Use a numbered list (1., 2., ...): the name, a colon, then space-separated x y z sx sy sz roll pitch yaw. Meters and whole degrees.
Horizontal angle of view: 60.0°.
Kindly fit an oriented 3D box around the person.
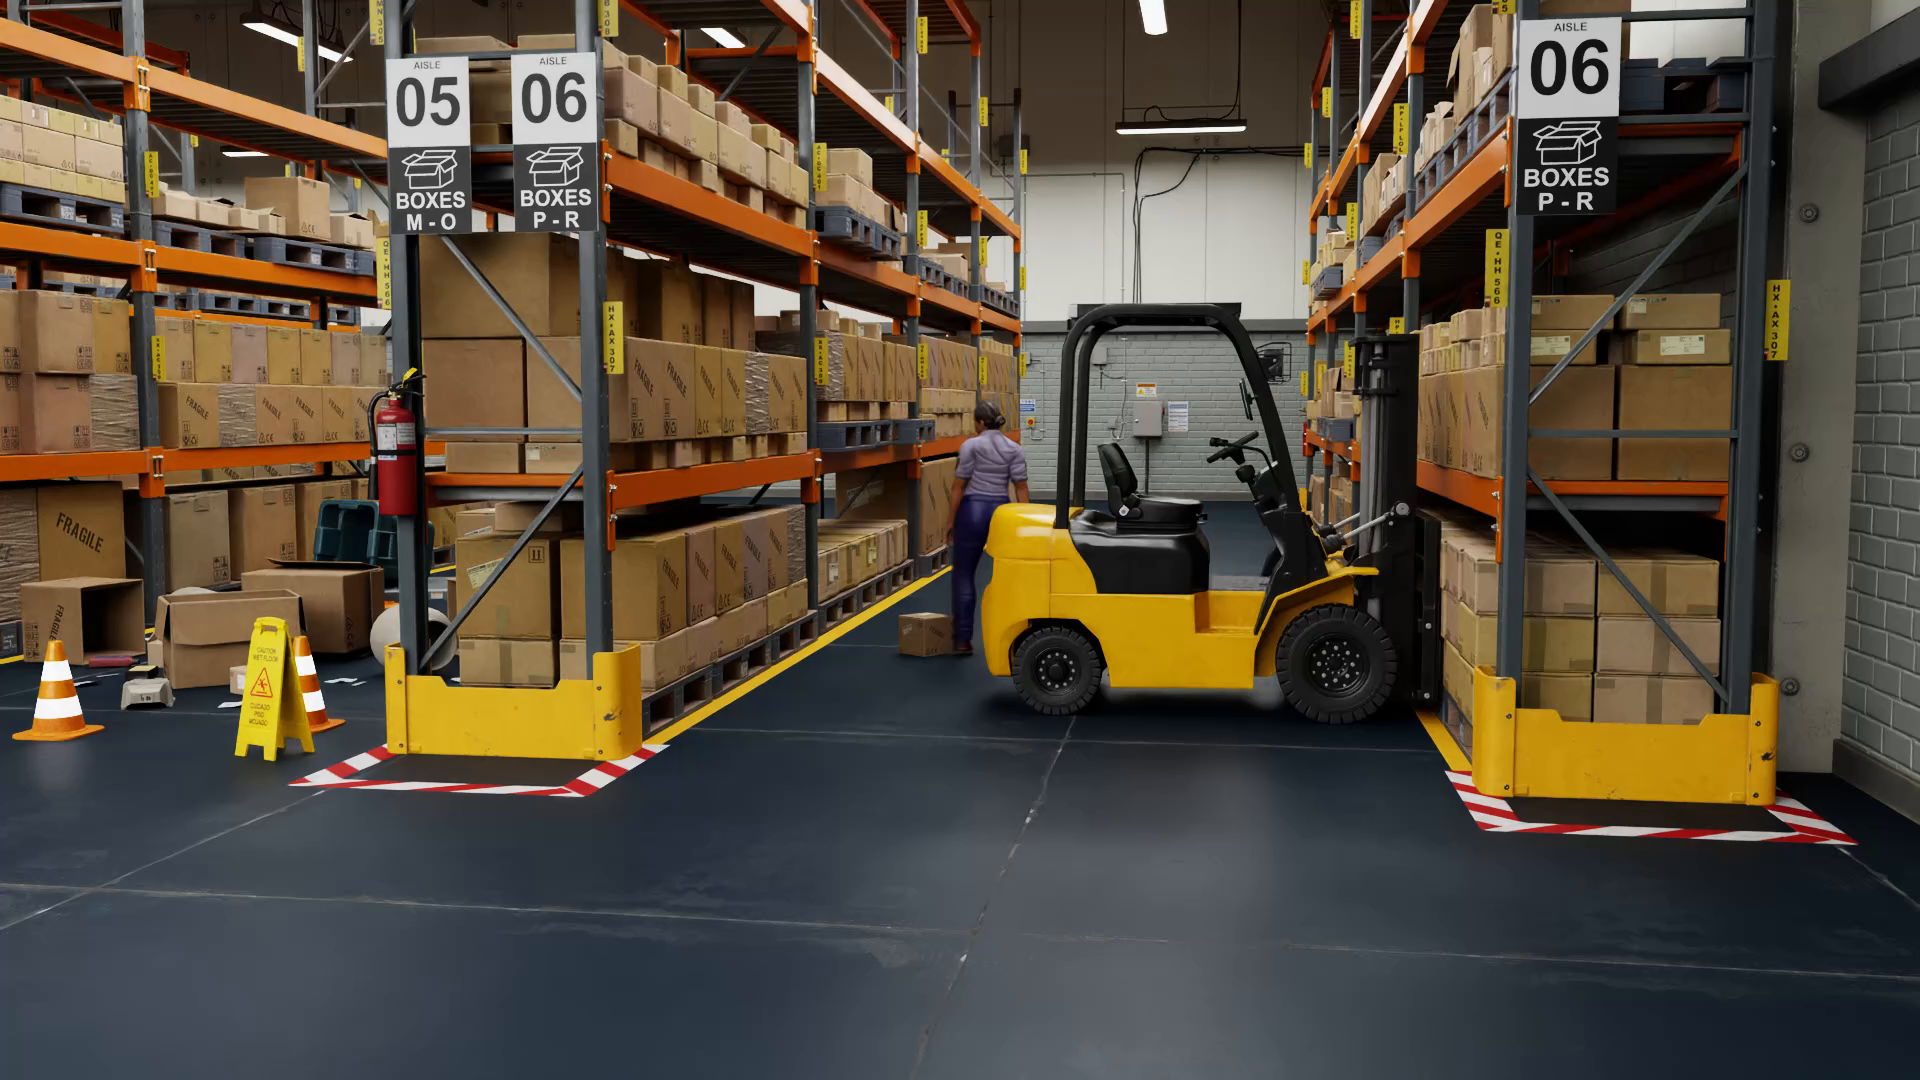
1. person: 0.215 -0.084 10.838 0.617 1.649 0.373 -2 5 -20
